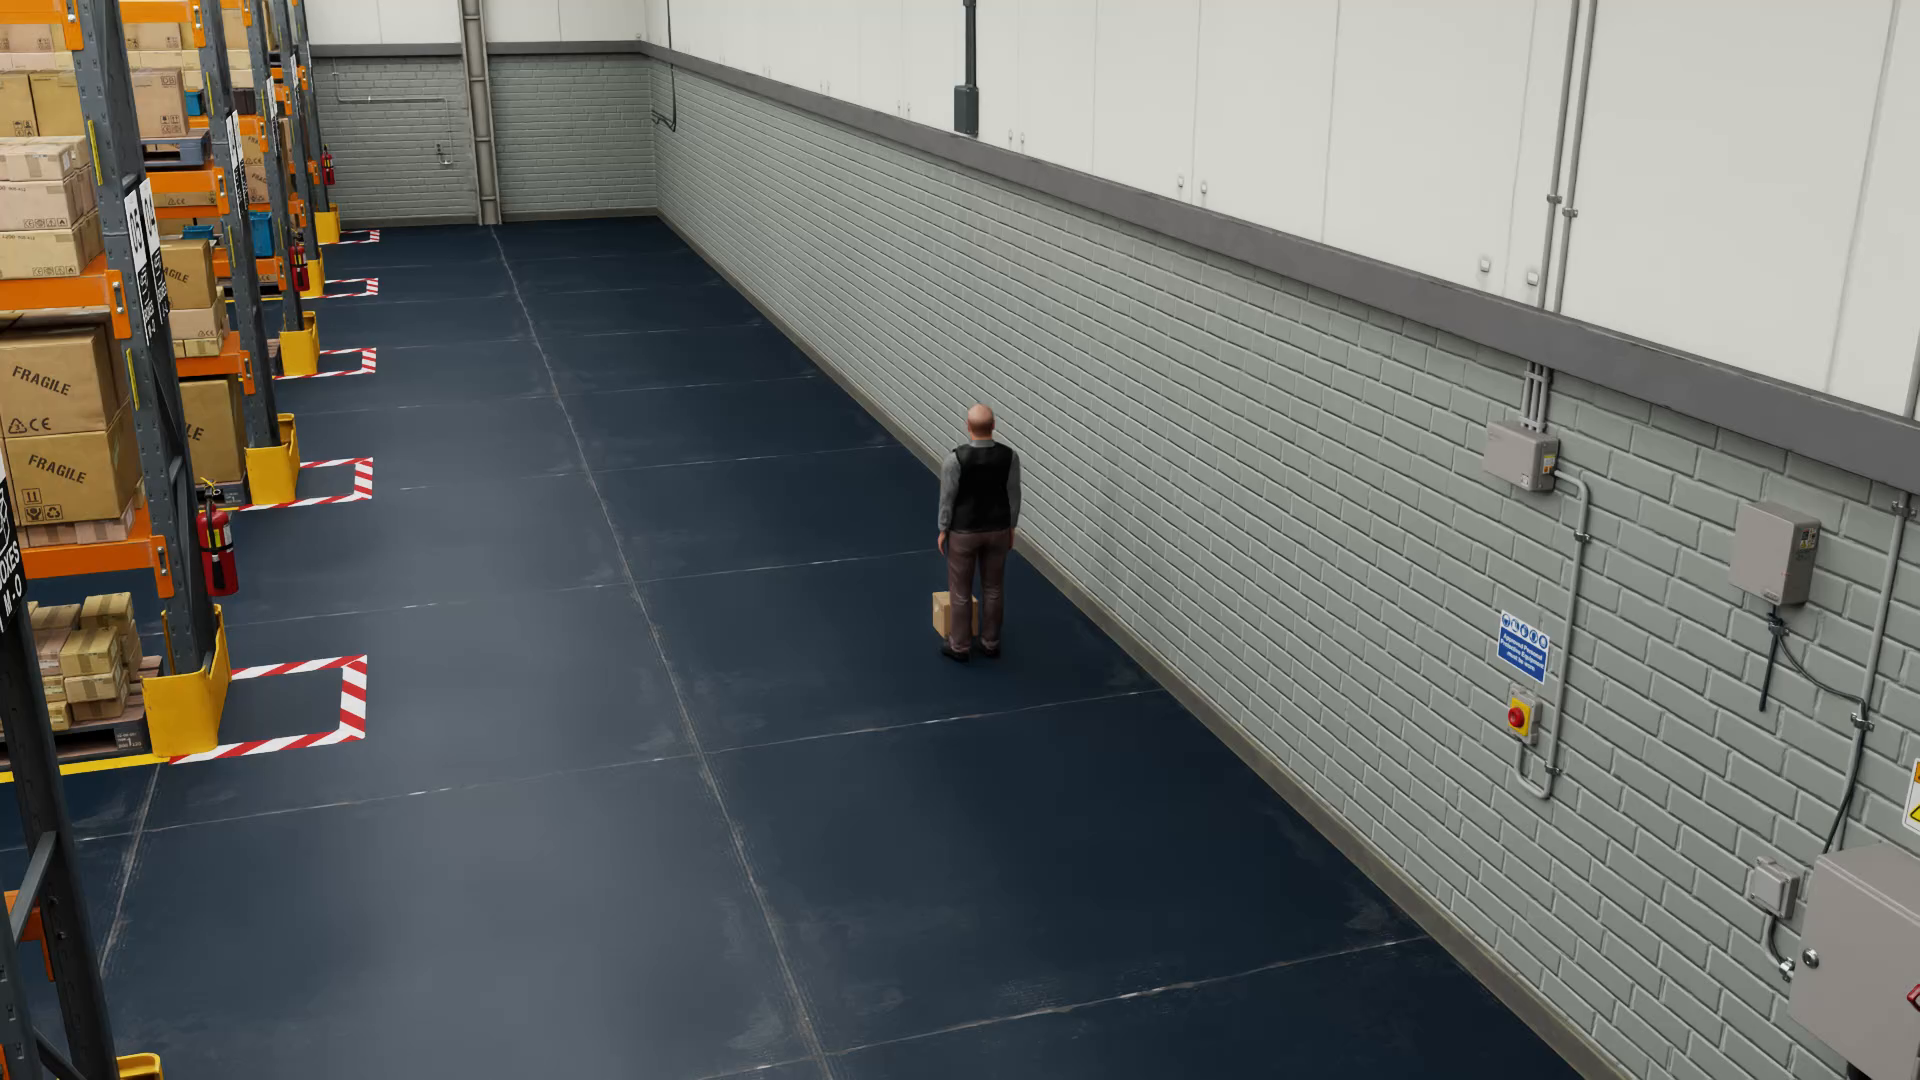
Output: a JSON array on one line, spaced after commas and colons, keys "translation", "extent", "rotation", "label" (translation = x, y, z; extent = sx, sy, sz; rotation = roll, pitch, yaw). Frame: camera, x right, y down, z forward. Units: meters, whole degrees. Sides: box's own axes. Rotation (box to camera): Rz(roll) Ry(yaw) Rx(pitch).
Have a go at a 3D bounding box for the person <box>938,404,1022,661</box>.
[{"translation": [0.110, -0.052, 10.835], "extent": [0.546, 1.725, 0.395], "rotation": [-6, 20, -17], "label": "person"}]
